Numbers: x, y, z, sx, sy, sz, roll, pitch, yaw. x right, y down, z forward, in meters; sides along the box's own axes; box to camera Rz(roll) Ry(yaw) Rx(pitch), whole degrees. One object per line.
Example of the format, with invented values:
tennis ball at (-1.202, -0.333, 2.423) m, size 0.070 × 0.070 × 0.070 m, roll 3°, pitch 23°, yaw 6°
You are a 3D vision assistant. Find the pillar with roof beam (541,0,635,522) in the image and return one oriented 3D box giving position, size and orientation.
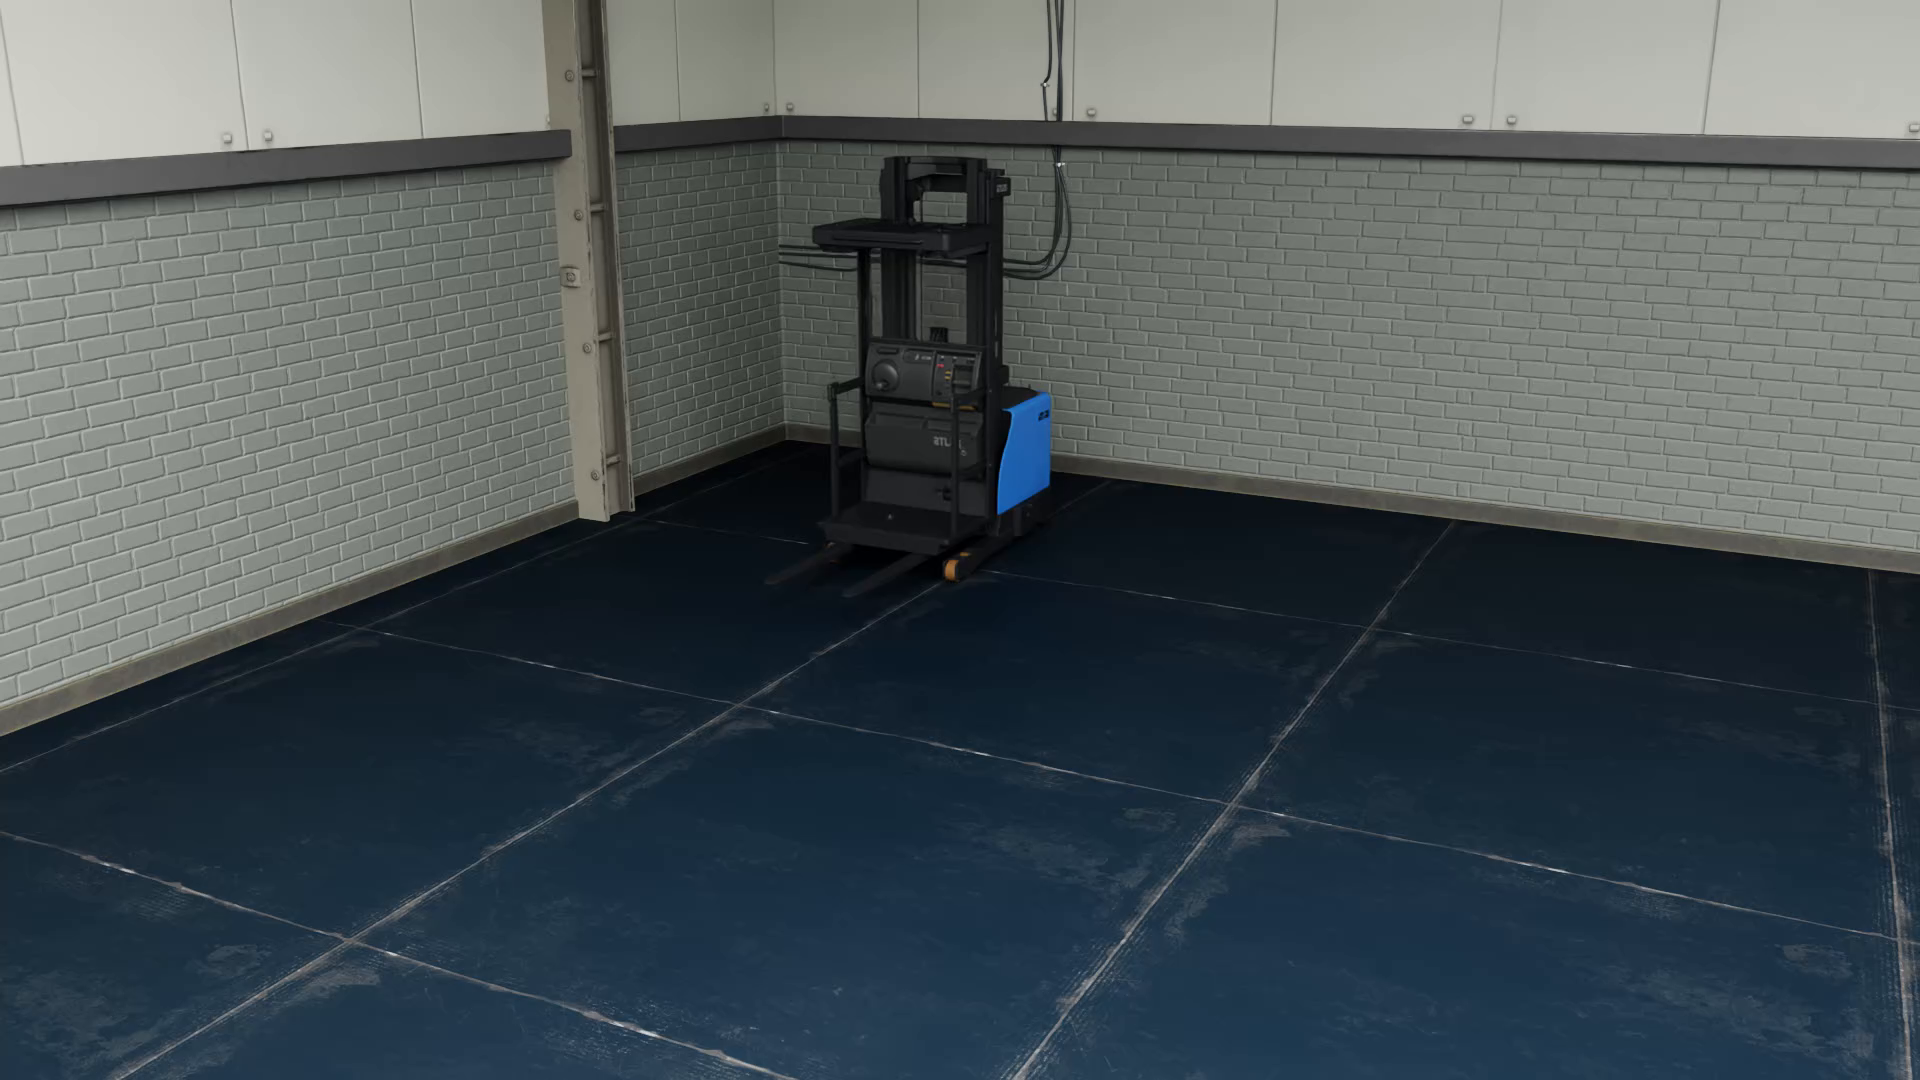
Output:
pillar with roof beam at (0.923, -3.984, 10.633) m, size 9.100 × 9.000 × 0.400 m, roll 8°, pitch 18°, yaw 25°

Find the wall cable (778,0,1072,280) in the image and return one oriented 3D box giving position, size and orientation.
wall cable at (-0.429, -3.625, 14.879) m, size 3.097 × 2.526 × 0.112 m, roll 8°, pitch 18°, yaw 25°

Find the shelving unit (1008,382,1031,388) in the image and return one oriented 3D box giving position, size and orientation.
shelving unit at (0.434, -0.755, 13.723) m, size 0.215 × 1.050 × 0.252 m, roll 8°, pitch 18°, yaw 25°

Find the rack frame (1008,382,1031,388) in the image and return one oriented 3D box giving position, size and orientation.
rack frame at (0.487, -0.786, 13.828) m, size 0.200 × 1.050 × 0.008 m, roll 8°, pitch 18°, yaw 25°

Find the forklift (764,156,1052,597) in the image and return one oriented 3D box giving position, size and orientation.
forklift at (-0.362, -1.245, 12.070) m, size 1.130 × 2.935 × 3.031 m, roll 8°, pitch 18°, yaw 25°
